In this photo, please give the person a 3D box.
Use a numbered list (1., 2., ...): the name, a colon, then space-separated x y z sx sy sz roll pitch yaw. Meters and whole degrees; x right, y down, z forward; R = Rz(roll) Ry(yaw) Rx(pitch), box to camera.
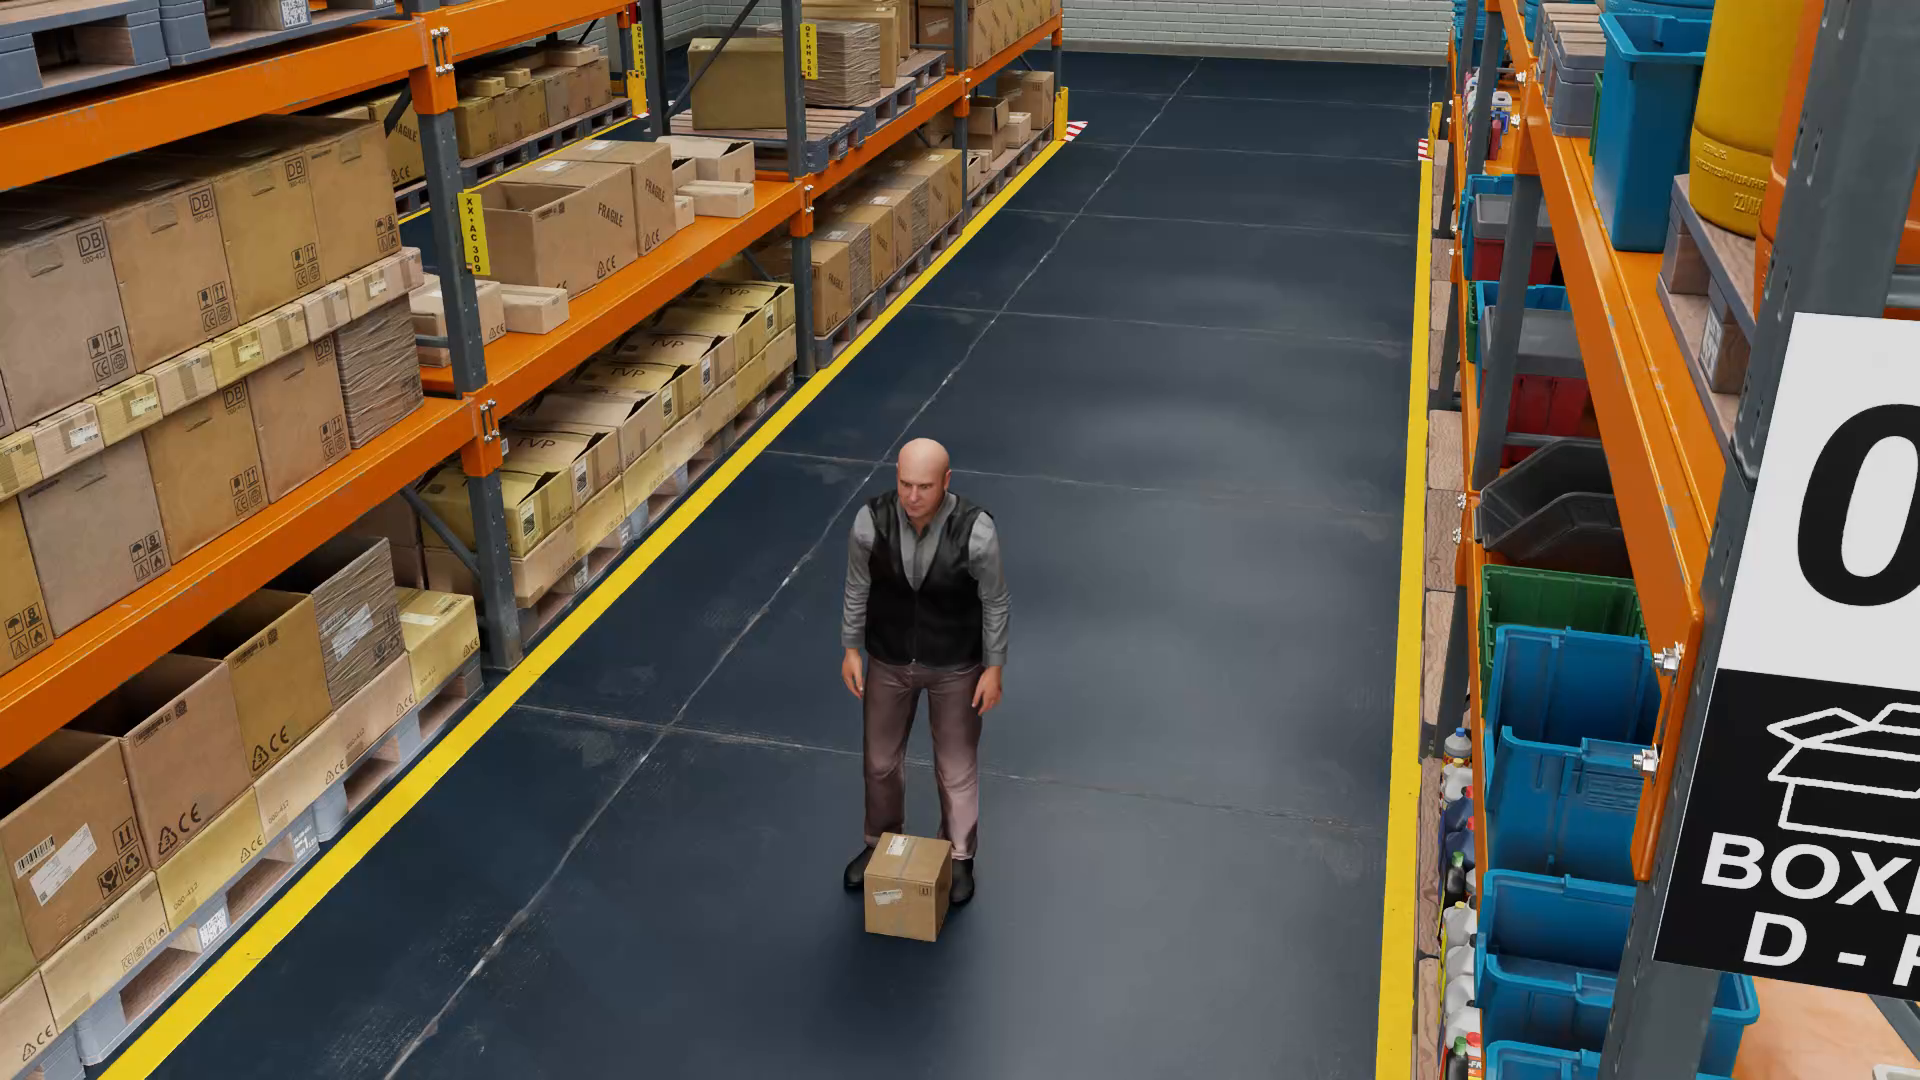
1. person: -0.117 0.425 5.731 0.582 1.721 0.412 6 26 13
